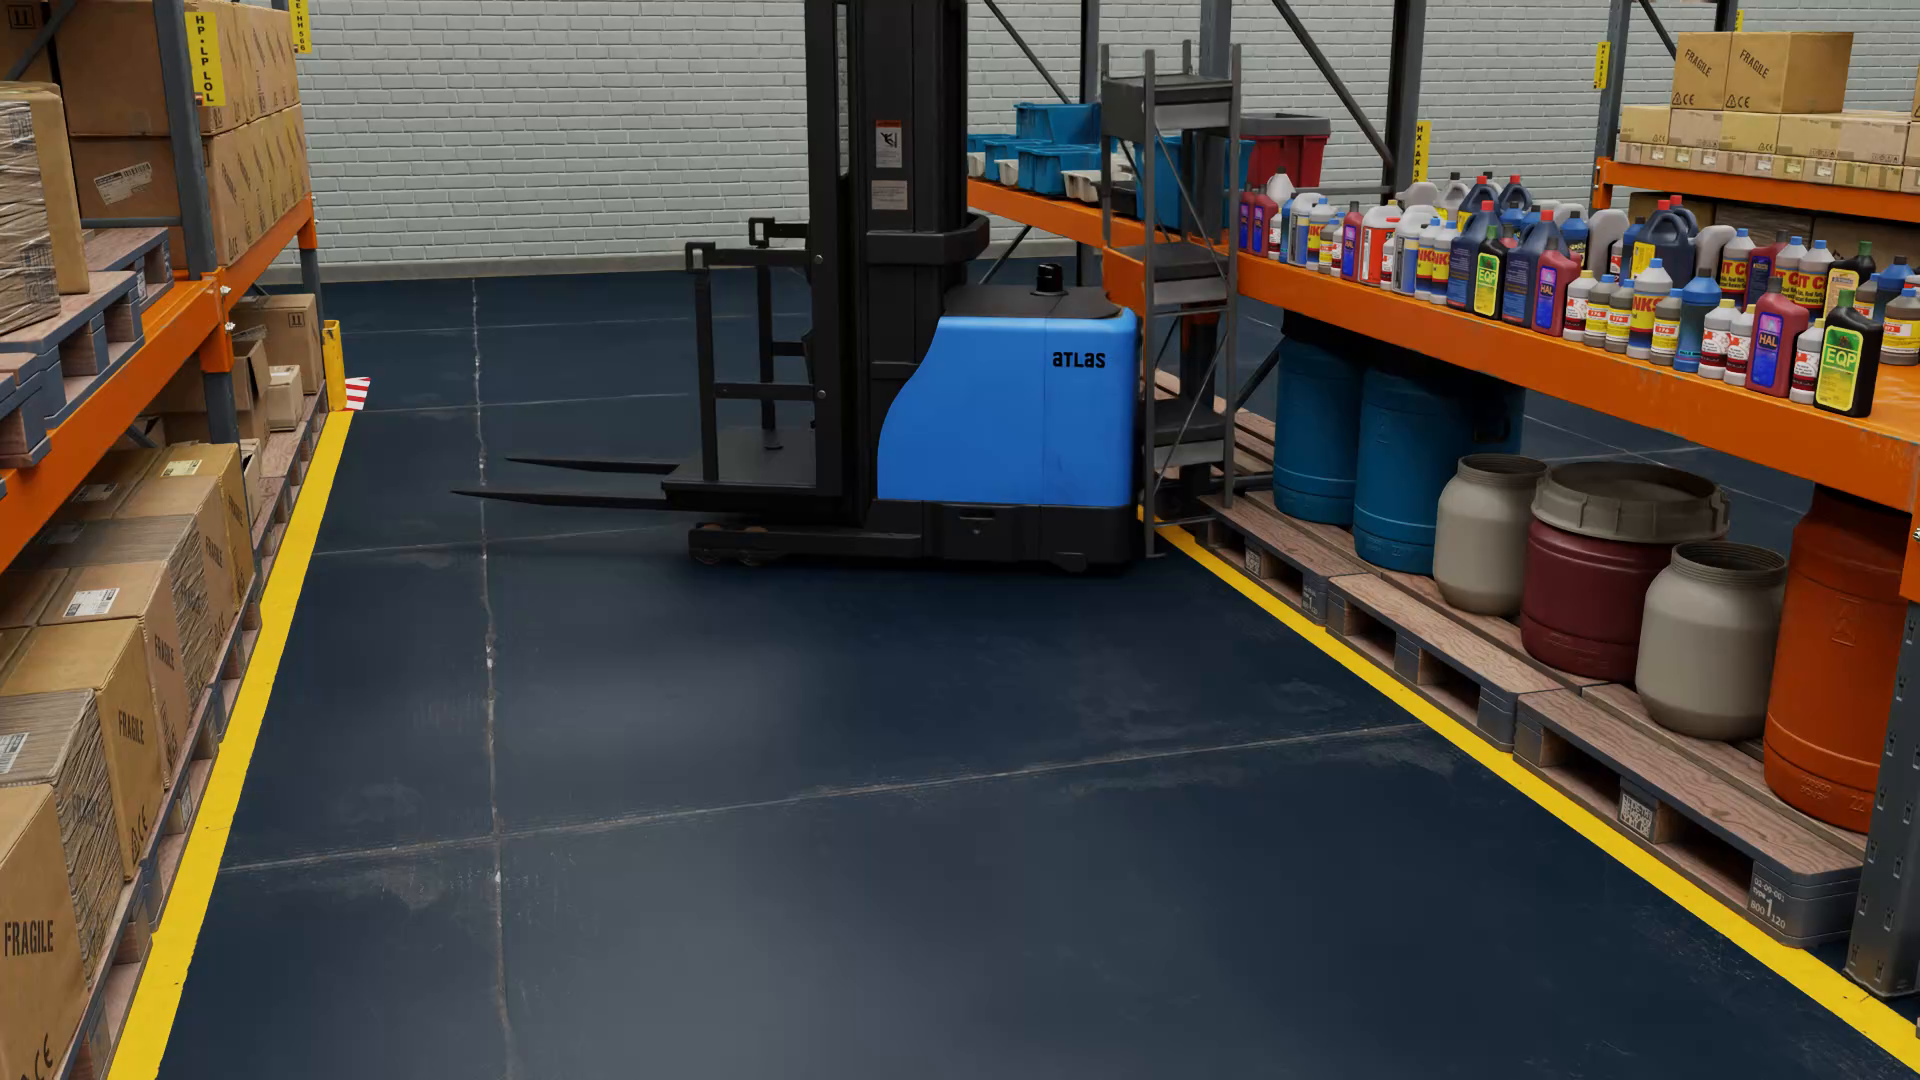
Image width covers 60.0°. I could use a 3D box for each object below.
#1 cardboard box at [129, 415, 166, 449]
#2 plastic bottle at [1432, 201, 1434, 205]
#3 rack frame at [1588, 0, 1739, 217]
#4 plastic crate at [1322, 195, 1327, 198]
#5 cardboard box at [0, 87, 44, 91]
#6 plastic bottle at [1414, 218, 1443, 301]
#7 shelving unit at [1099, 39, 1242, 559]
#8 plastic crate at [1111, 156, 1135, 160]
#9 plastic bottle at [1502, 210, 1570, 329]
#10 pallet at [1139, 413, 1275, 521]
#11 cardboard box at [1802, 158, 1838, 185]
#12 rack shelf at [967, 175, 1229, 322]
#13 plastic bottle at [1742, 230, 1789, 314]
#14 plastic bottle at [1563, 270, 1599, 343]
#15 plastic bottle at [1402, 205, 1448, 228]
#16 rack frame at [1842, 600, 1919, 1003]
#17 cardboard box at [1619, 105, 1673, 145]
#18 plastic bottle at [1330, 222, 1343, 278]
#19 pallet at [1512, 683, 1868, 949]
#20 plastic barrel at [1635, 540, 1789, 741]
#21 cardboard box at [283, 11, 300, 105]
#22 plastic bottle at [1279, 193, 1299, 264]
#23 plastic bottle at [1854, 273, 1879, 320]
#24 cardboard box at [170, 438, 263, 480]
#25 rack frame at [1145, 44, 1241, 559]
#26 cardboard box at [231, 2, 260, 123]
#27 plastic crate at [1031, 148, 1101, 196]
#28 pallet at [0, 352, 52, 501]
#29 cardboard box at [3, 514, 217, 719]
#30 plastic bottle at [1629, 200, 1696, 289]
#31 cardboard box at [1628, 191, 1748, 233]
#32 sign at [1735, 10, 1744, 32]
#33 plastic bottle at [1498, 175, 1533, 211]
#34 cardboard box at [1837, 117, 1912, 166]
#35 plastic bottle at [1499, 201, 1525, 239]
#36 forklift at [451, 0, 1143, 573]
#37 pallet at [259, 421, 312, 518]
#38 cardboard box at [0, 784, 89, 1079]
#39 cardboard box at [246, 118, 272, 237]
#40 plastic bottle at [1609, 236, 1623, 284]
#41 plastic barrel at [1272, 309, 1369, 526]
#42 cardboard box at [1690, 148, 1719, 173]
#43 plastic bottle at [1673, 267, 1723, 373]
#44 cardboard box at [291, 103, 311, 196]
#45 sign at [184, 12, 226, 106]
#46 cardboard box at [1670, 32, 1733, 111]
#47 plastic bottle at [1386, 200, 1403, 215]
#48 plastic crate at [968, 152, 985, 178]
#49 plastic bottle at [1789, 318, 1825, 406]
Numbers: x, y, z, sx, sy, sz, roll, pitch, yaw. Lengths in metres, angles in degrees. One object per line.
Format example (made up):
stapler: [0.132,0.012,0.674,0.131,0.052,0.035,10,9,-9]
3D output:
cardboard box: [-3.887,-0.399,7.474,0.500,0.311,0.500,-5,17,-15]
plastic bottle: [1.989,-1.315,6.961,0.097,0.201,0.097,0,17,0]
rack frame: [5.175,-3.022,12.297,1.000,3.000,0.127,-5,17,-15]
plastic crate: [1.521,-1.566,7.806,0.396,0.136,0.243,-5,17,-15]
cardboard box: [-3.087,-1.048,4.824,0.700,0.500,0.500,-2,17,-6]
plastic bottle: [1.596,-0.949,5.622,0.097,0.271,0.097,0,17,0]
shelving unit: [0.883,-1.011,7.061,0.431,2.100,0.503,-8,20,-14]
plastic crate: [0.876,-2.240,10.049,0.396,0.136,0.243,-5,17,-15]
plastic bottle: [1.772,-0.835,5.104,0.144,0.351,0.185,-5,17,-15]
pallet: [1.272,-0.388,8.378,1.003,0.211,1.213,-5,17,-15]
cardboard box: [5.453,-2.279,10.263,0.380,0.149,0.250,-4,17,-14]
rack shelf: [0.962,-1.732,9.255,1.077,0.370,4.000,-5,17,-15]
plastic bottle: [2.529,-0.830,5.203,0.061,0.283,0.133,-5,17,-15]
plastic bottle: [1.825,-0.686,4.867,0.097,0.201,0.097,0,17,0]
plastic bottle: [1.673,-1.062,5.989,0.152,0.276,0.135,-5,17,-15]
rack frame: [2.611,-0.417,3.627,1.000,3.000,0.127,-5,17,-15]
cardboard box: [5.047,-2.938,11.763,0.500,0.250,0.500,-5,17,-17]
plastic bottle: [1.432,-1.081,6.182,0.097,0.201,0.097,0,17,0]
pallet: [2.354,0.704,4.743,1.003,0.211,1.213,-5,17,-15]
plastic barrel: [2.219,0.290,4.867,0.421,0.512,0.421,0,17,0]
cardboard box: [-3.965,-2.665,9.198,0.500,0.500,0.500,-5,17,-16]
plastic bottle: [1.315,-1.233,6.565,0.097,0.271,0.097,0,17,0]
plastic bottle: [2.633,-0.666,4.802,0.097,0.201,0.097,0,17,0]
cardboard box: [-3.407,-0.358,7.592,0.380,0.166,0.250,-5,17,-15]
rack frame: [0.951,-0.935,6.839,0.400,2.100,0.015,-8,20,-14]
cardboard box: [-3.394,-2.097,7.308,0.500,0.500,0.500,-5,17,-17]
plastic crate: [0.608,-2.037,9.206,0.416,0.233,0.300,-5,17,-15]
pallet: [-2.406,-0.117,2.960,1.213,0.211,1.003,-5,17,-15]
cardboard box: [-2.576,0.243,5.008,0.500,0.500,0.500,-4,17,-15]
plastic bottle: [2.272,-0.918,5.379,0.144,0.351,0.185,-5,17,-15]
cardboard box: [5.427,-2.034,11.974,0.875,0.875,0.875,-5,17,-15]
sign: [5.700,-3.729,12.227,0.100,0.325,0.005,-5,17,-15]
plastic bottle: [2.130,-1.220,6.387,0.144,0.351,0.185,-5,17,-15]
cardboard box: [5.615,-2.371,9.876,0.500,0.250,0.500,-4,17,-14]
plastic bottle: [2.055,-1.123,6.200,0.097,0.271,0.097,0,17,0]
forklift: [-0.722,-1.441,7.156,3.031,2.935,1.130,2,17,8]
pallet: [-3.779,-0.326,8.169,1.003,0.211,1.213,-5,17,-15]
cardboard box: [-2.003,0.811,3.117,0.500,0.500,0.500,-4,17,-13]
cardboard box: [-3.409,-1.623,7.469,0.500,0.500,0.500,-5,17,-16]
plastic bottle: [2.329,-0.973,5.823,0.097,0.201,0.097,0,17,0]
plastic barrel: [1.645,-0.568,7.046,0.600,0.901,0.708,-5,17,-15]
cardboard box: [5.170,-2.563,11.208,0.380,0.149,0.250,-5,17,-16]
plastic bottle: [1.959,-0.585,4.408,0.097,0.271,0.097,0,17,0]
cardboard box: [-3.966,-2.185,9.338,0.500,0.500,0.500,-4,17,-14]
sign: [-2.719,-1.732,5.993,0.100,0.325,0.005,-5,17,-15]
cardboard box: [5.184,-3.159,11.195,0.500,0.500,0.500,-5,17,-17]
plastic bottle: [1.816,-1.330,7.011,0.097,0.201,0.097,0,17,0]
plastic crate: [0.172,-2.343,10.392,0.250,0.136,0.298,-5,17,-15]
plastic bottle: [2.075,-0.434,4.027,0.097,0.201,0.097,0,17,0]
